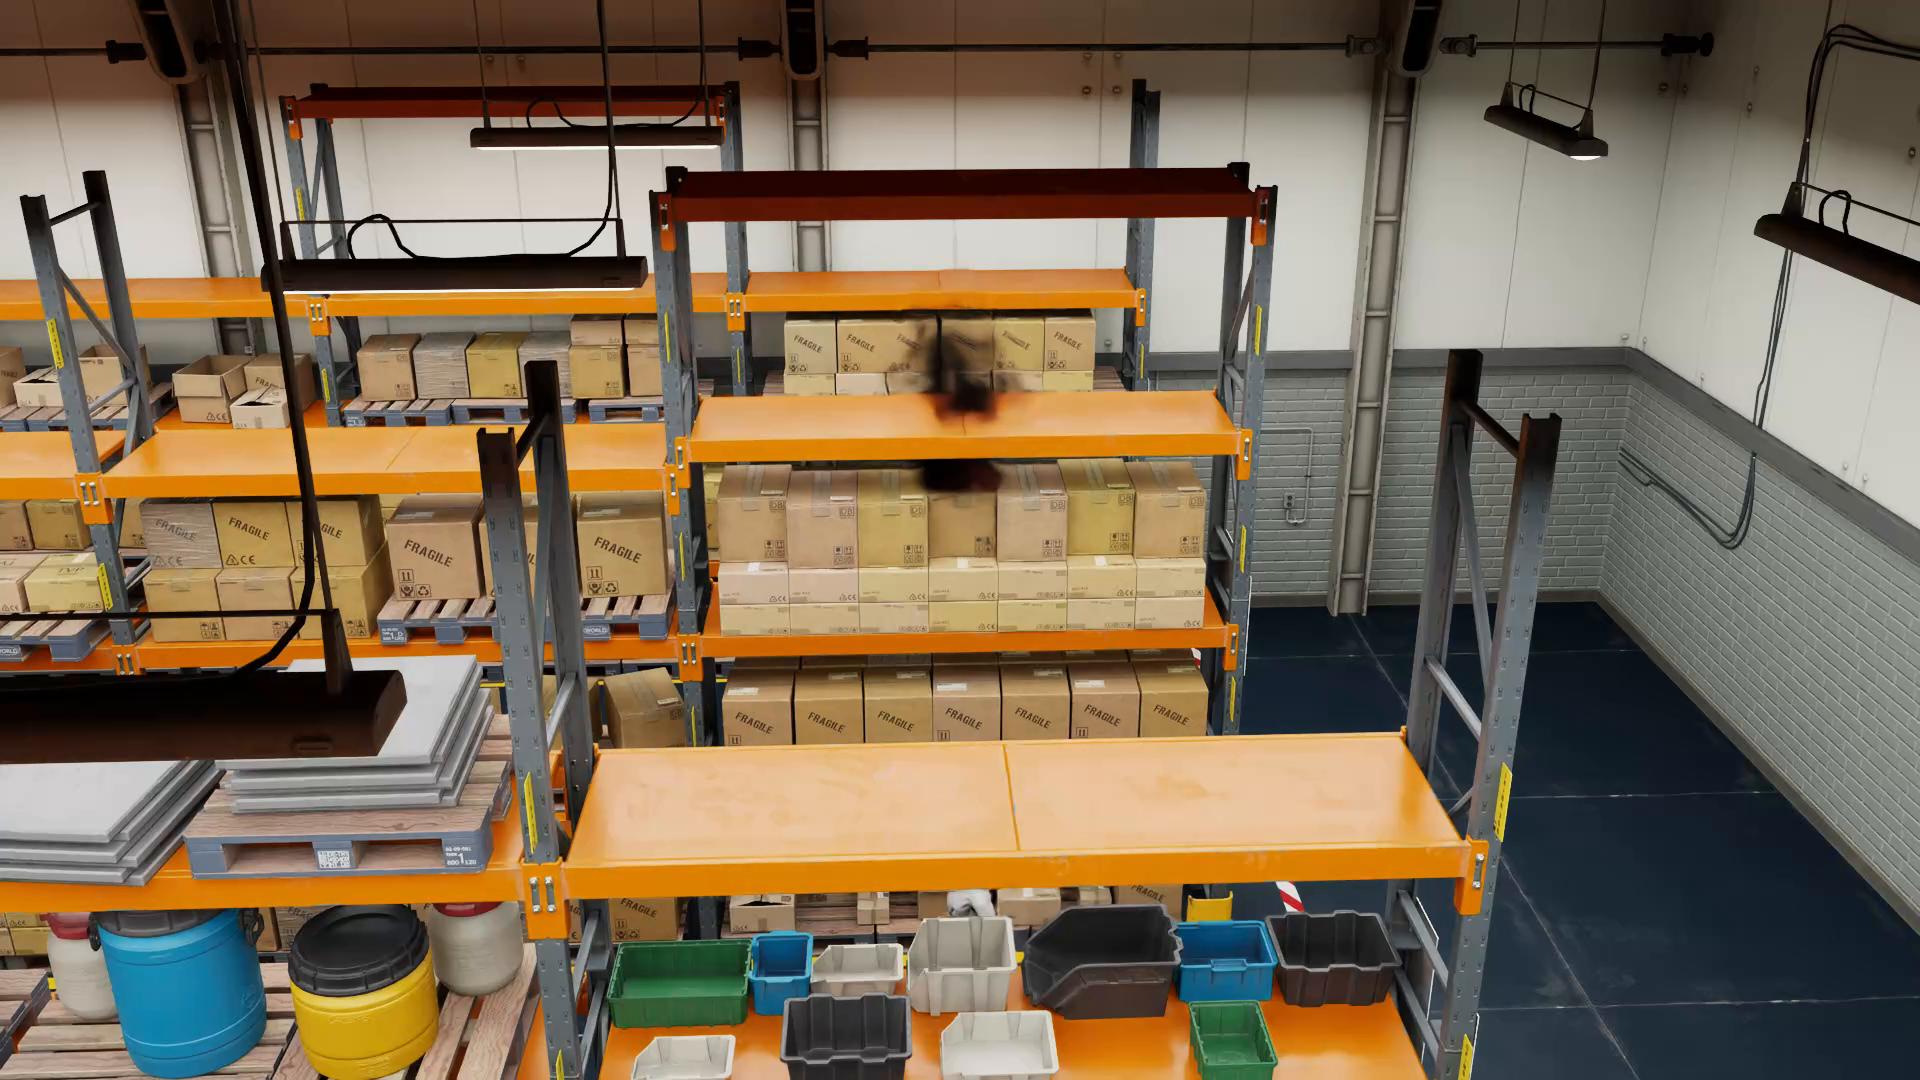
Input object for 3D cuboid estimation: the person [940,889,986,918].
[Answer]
[{"bbox_3d":[0.039,2.782,11.376,0.509,1.620,0.551,-4,22,-9],"label":"person"}]
